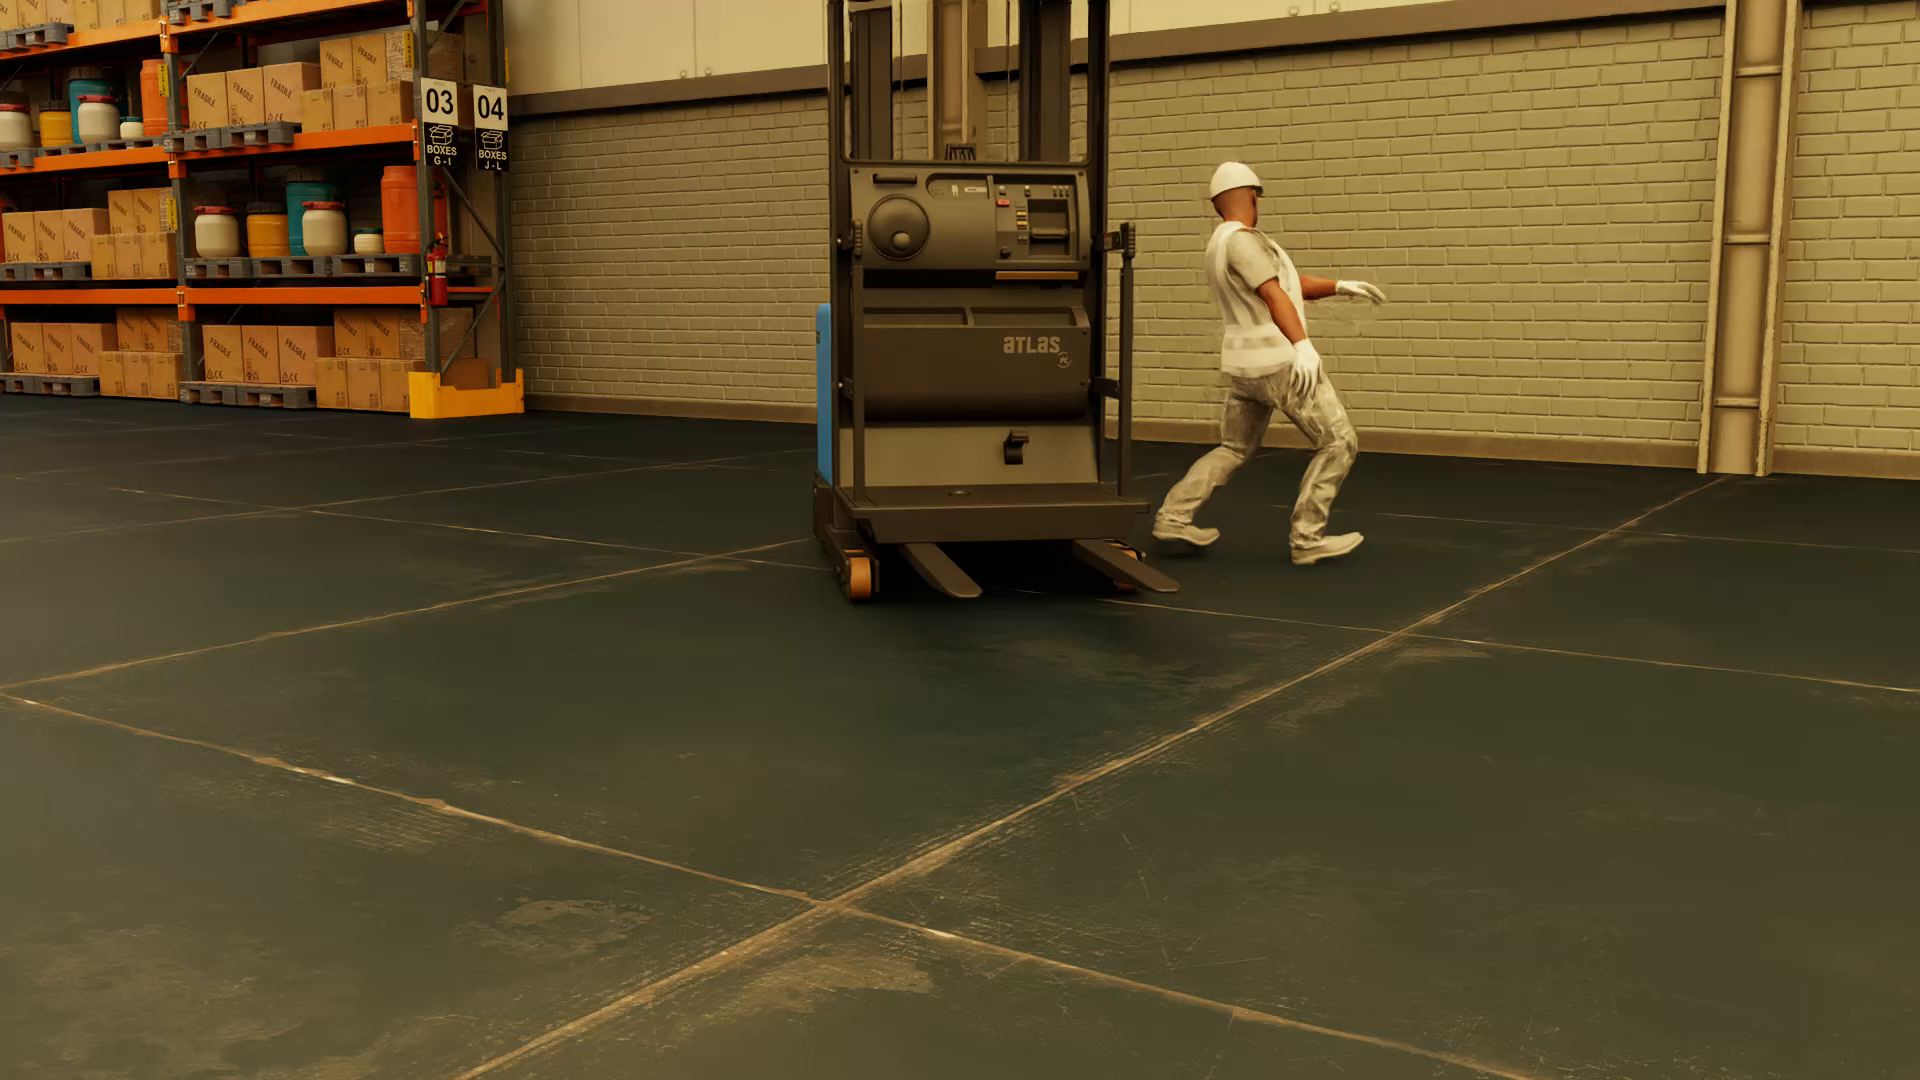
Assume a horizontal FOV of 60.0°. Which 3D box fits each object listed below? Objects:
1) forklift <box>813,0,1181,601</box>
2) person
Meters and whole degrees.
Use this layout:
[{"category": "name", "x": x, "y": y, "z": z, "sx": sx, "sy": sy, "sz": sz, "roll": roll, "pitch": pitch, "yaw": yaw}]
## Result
[{"category": "forklift", "x": 0.078, "y": -1.283, "z": 6.213, "sx": 1.130, "sy": 2.935, "sz": 3.031, "roll": -1, "pitch": 8, "yaw": -9}, {"category": "person", "x": 1.321, "y": -0.723, "z": 6.852, "sx": 0.869, "sy": 1.659, "sz": 0.803, "roll": -2, "pitch": 8, "yaw": -15}]
